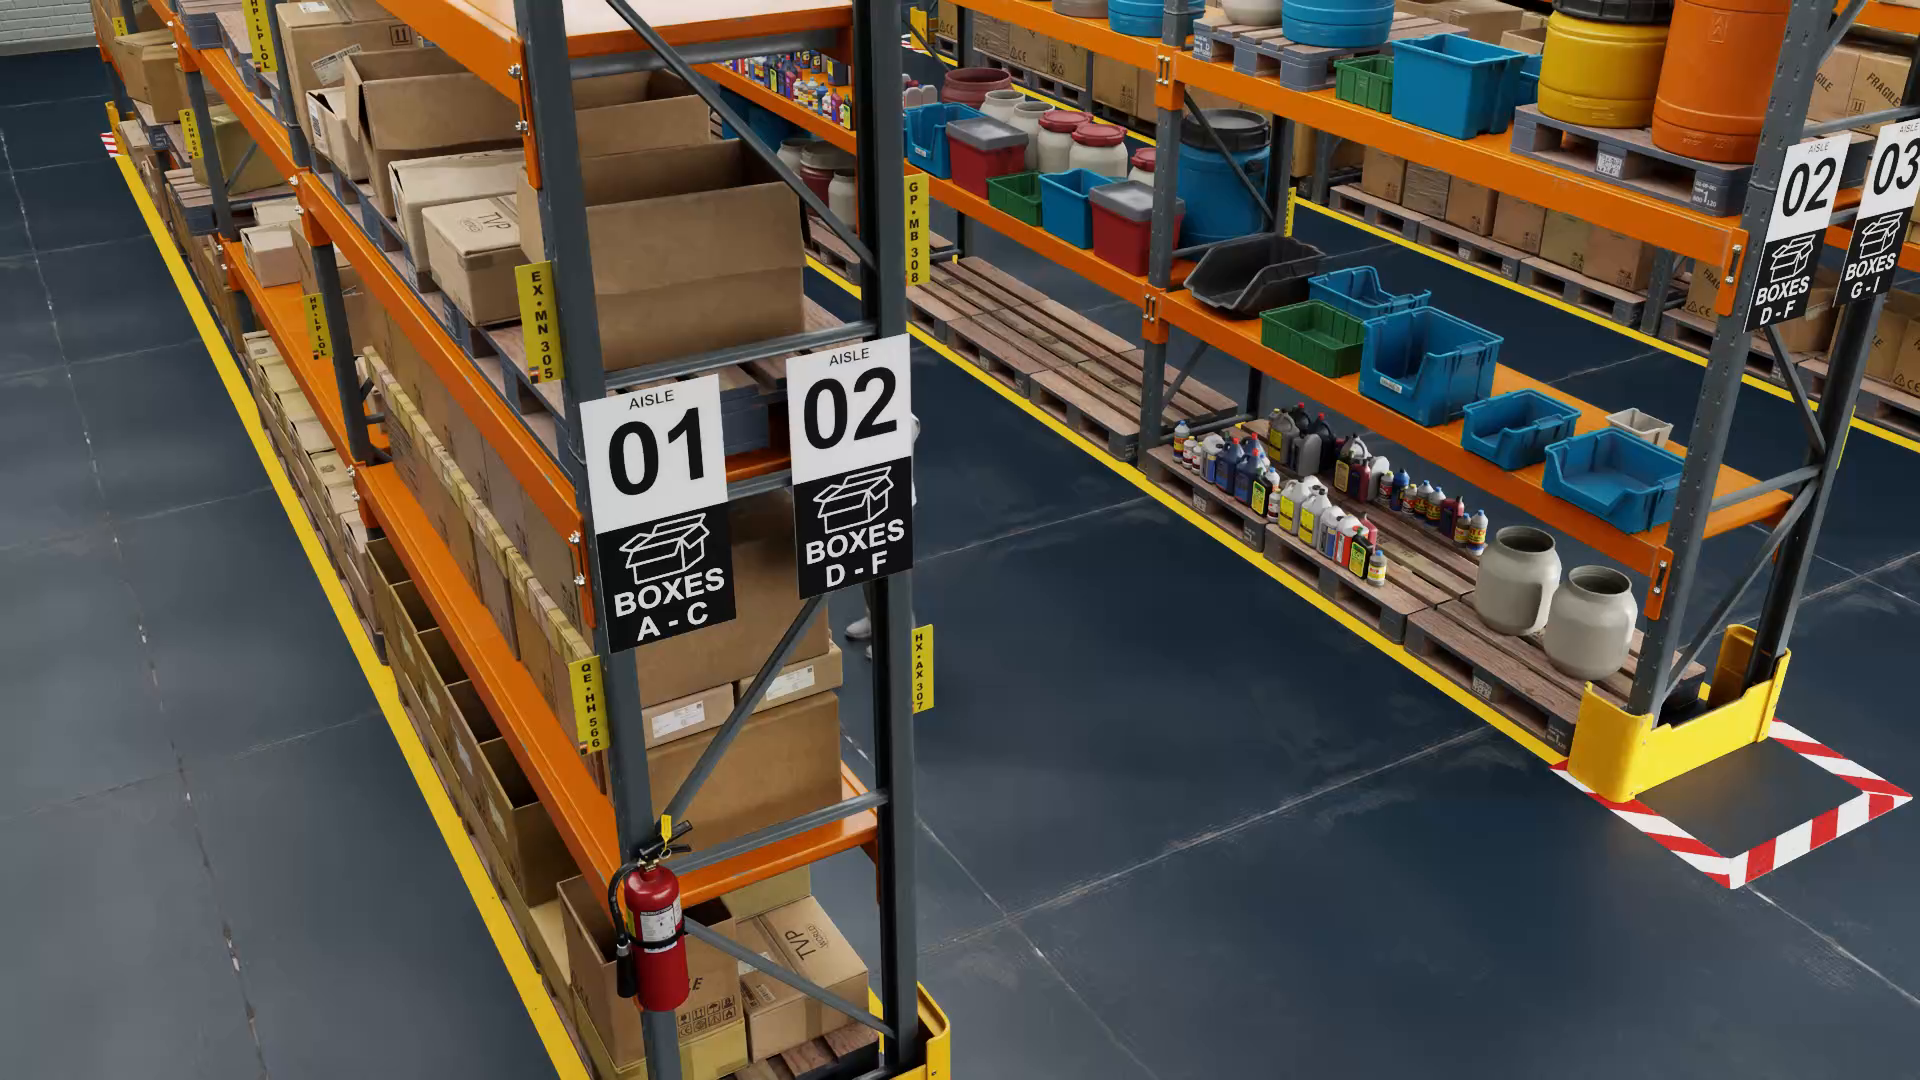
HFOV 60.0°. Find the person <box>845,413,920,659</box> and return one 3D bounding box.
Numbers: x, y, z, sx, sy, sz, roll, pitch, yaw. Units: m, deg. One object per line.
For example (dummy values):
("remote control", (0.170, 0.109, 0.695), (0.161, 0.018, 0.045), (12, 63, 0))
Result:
("person", (-0.431, -0.198, 8.905), (0.360, 1.767, 0.532), (-15, 32, -25))
